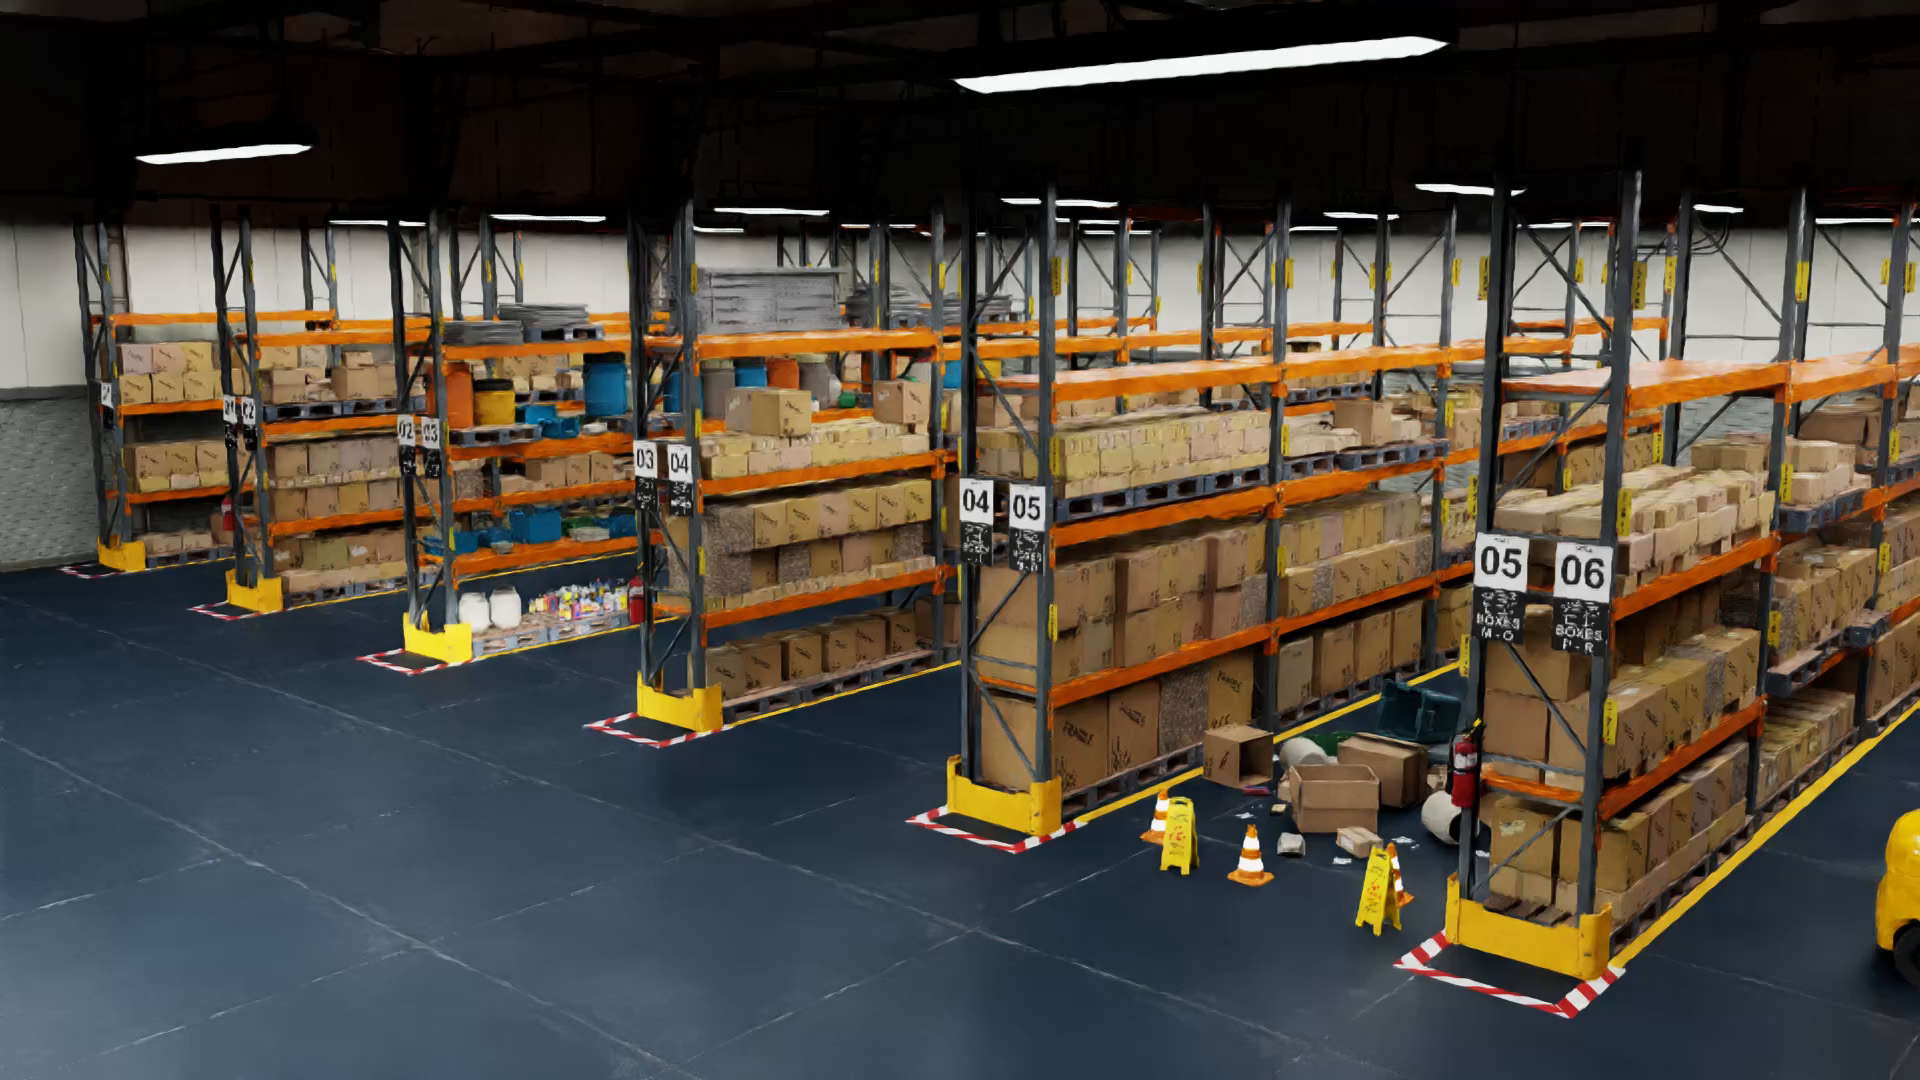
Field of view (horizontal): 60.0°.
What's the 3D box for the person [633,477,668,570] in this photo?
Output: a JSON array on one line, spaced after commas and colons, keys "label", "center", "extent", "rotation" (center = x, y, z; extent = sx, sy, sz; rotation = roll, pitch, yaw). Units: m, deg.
[{"label": "person", "center": [-5.260, -0.343, 28.160], "extent": [0.677, 1.726, 0.574], "rotation": [8, 12, 38]}]
